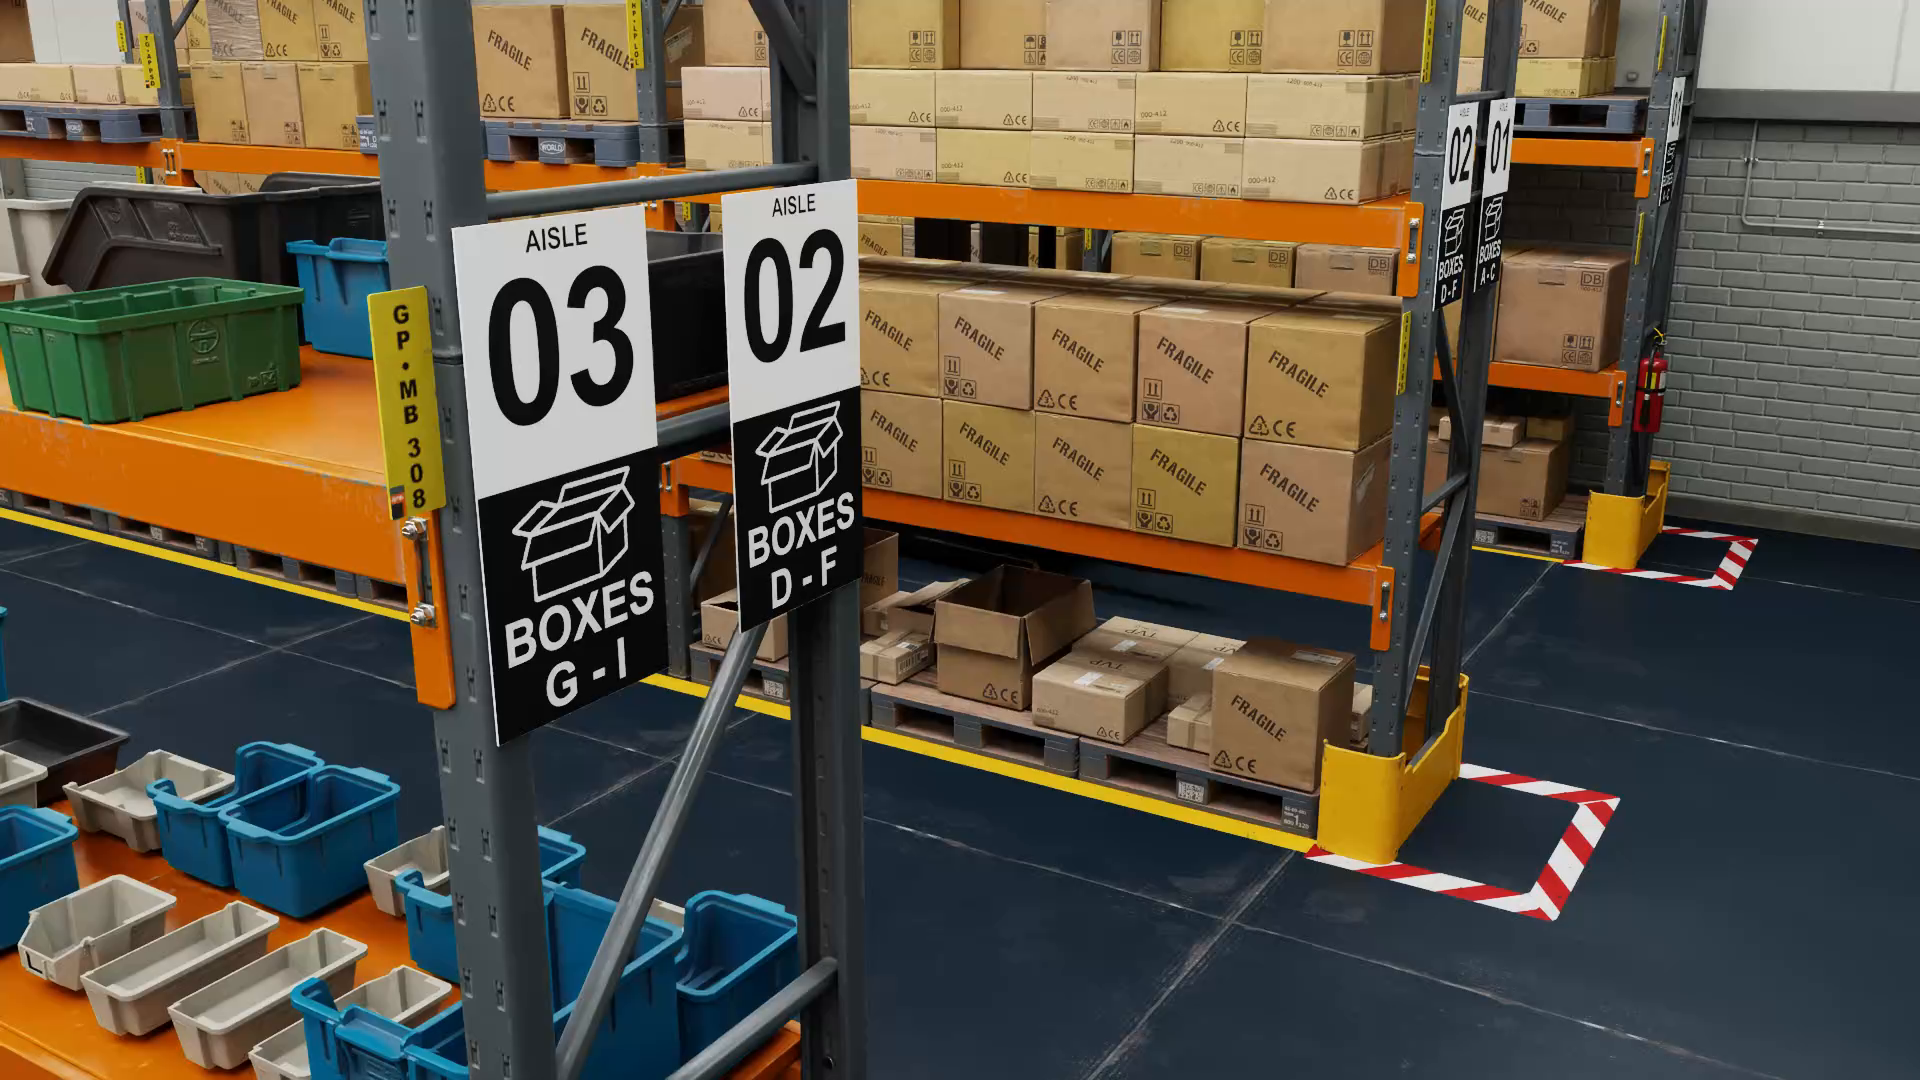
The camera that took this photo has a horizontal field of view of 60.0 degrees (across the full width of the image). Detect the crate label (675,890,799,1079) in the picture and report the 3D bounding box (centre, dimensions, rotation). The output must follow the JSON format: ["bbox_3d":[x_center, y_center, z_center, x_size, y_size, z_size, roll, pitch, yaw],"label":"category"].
[{"bbox_3d":[-0.554,0.984,3.665,0.303,0.233,0.416,10,20,30],"label":"crate label"}]

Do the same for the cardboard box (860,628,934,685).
[{"bbox_3d":[-0.342,0.609,8.833,0.250,0.166,0.380,10,20,30],"label":"cardboard box"}]

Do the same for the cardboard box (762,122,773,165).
[{"bbox_3d":[-0.620,-1.934,8.184,0.500,0.250,0.500,10,20,30],"label":"cardboard box"}]

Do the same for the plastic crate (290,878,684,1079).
[{"bbox_3d":[-0.899,1.002,3.259,0.499,0.435,0.616,10,20,30],"label":"plastic crate"}]

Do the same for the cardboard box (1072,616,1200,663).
[{"bbox_3d":[0.913,0.626,8.634,0.500,0.250,0.500,10,20,30],"label":"cardboard box"}]

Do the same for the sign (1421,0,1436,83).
[{"bbox_3d":[1.772,-1.899,6.287,0.005,0.325,0.100,10,20,30],"label":"sign"}]

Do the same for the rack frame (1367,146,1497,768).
[{"bbox_3d":[2.080,-0.174,7.294,0.127,3.000,1.000,10,20,30],"label":"rack frame"}]

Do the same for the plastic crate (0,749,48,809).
[{"bbox_3d":[-2.719,0.749,4.354,0.530,0.282,0.437,10,20,30],"label":"plastic crate"}]

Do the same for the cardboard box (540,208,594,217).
[{"bbox_3d":[-3.627,-3.130,16.095,0.500,0.500,0.700,10,20,30],"label":"cardboard box"}]

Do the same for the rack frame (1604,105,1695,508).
[{"bbox_3d":[4.669,-1.402,11.335,0.127,3.000,1.000,10,20,30],"label":"rack frame"}]

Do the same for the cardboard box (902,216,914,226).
[{"bbox_3d":[-0.137,-2.734,13.713,0.500,0.250,0.500,11,20,31],"label":"cardboard box"}]

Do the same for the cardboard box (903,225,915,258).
[{"bbox_3d":[-0.128,-2.371,13.809,0.500,0.500,0.500,10,20,30],"label":"cardboard box"}]

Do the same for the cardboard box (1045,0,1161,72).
[{"bbox_3d":[0.770,-2.356,7.425,0.500,0.500,0.700,10,20,30],"label":"cardboard box"}]

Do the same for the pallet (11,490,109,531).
[{"bbox_3d":[-6.454,-0.378,12.761,1.213,0.211,1.003,10,20,30],"label":"pallet"}]

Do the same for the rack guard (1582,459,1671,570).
[{"bbox_3d":[4.690,-0.202,11.686,0.348,0.500,1.175,10,20,30],"label":"rack guard"}]

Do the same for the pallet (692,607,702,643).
[{"bbox_3d":[-2.042,0.437,10.079,1.213,0.211,1.003,10,20,30],"label":"pallet"}]

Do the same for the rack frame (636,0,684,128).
[{"bbox_3d":[-1.329,-3.653,8.425,0.127,3.000,1.000,10,20,30],"label":"rack frame"}]

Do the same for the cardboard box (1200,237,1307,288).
[{"bbox_3d":[2.333,-1.955,12.639,0.700,0.700,0.980,10,19,29],"label":"cardboard box"}]

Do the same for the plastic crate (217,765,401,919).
[{"bbox_3d":[-1.676,0.784,4.324,0.300,0.233,0.416,10,20,30],"label":"plastic crate"}]

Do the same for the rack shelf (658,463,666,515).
[{"bbox_3d":[-3.033,-0.743,10.403,4.000,0.370,1.077,10,20,30],"label":"rack shelf"}]

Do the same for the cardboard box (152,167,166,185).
[{"bbox_3d":[-8.715,-3.985,18.773,0.500,0.500,0.500,10,20,30],"label":"cardboard box"}]

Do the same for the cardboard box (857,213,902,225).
[{"bbox_3d":[-0.571,-2.811,13.967,0.500,0.250,0.500,10,19,29],"label":"cardboard box"}]

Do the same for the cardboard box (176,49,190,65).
[{"bbox_3d":[-8.372,-5.125,18.224,0.500,0.500,0.500,12,20,34],"label":"cardboard box"}]

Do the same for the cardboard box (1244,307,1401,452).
[{"bbox_3d":[1.557,-0.700,7.133,0.500,0.500,0.500,10,20,30],"label":"cardboard box"}]

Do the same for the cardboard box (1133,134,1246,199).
[{"bbox_3d":[1.084,-1.629,7.181,0.500,0.250,0.500,10,20,30],"label":"cardboard box"}]

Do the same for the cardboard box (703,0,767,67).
[{"bbox_3d":[-0.894,-2.680,8.489,0.500,0.500,0.700,10,20,30],"label":"cardboard box"}]

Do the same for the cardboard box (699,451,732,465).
[{"bbox_3d":[-1.037,-0.686,8.805,0.500,0.500,0.500,11,20,31],"label":"cardboard box"}]

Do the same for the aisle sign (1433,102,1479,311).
[{"bbox_3d":[1.978,-1.332,6.632,0.004,0.787,0.394,10,20,30],"label":"aisle sign"}]

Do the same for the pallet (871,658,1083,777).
[{"bbox_3d":[0.300,0.842,8.748,1.213,0.211,1.003,10,20,30],"label":"pallet"}]

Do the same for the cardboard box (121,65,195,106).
[{"bbox_3d":[-5.153,-3.011,11.006,0.500,0.250,0.500,9,19,26],"label":"cardboard box"}]

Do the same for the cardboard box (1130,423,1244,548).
[{"bbox_3d":[1.112,-0.301,7.539,0.500,0.500,0.500,10,20,31],"label":"cardboard box"}]

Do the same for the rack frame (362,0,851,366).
[{"bbox_3d":[-0.516,-1.819,2.385,0.127,3.000,1.000,10,20,30],"label":"rack frame"}]

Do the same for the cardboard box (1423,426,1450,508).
[{"bbox_3d":[3.594,-0.564,12.157,0.500,0.500,0.700,10,20,30],"label":"cardboard box"}]

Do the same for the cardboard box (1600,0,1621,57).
[{"bbox_3d":[4.173,-3.544,11.299,0.500,0.500,0.500,9,19,28],"label":"cardboard box"}]

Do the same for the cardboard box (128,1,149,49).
[{"bbox_3d":[-8.764,-5.688,18.357,0.500,0.500,0.500,9,19,26],"label":"cardboard box"}]

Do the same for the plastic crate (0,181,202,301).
[{"bbox_3d":[-2.243,-0.740,4.200,0.530,0.282,0.437,10,20,30],"label":"plastic crate"}]

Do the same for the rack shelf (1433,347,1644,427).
[{"bbox_3d":[2.965,-1.362,12.441,4.000,0.370,1.077,10,20,30],"label":"rack shelf"}]

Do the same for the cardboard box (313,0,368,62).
[{"bbox_3d":[-3.500,-3.130,9.970,0.500,0.500,0.500,10,20,30],"label":"cardboard box"}]

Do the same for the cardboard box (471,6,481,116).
[{"bbox_3d":[-2.857,-2.812,9.749,0.600,0.600,0.600,9,19,28],"label":"cardboard box"}]

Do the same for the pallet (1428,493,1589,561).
[{"bbox_3d":[3.947,-0.170,12.077,1.213,0.211,1.003,10,20,30],"label":"pallet"}]

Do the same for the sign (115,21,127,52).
[{"bbox_3d":[-9.249,-5.554,18.341,0.005,0.325,0.100,10,20,30],"label":"sign"}]

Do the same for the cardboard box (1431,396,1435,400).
[{"bbox_3d":[3.369,-0.983,12.418,0.250,0.149,0.380,10,20,31],"label":"cardboard box"}]

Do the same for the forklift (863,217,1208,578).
[{"bbox_3d":[0.509,-1.295,11.101,3.031,2.935,1.130,12,21,34],"label":"forklift"}]

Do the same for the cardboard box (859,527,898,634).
[{"bbox_3d":[-0.695,0.219,9.542,0.500,0.500,0.500,10,20,30],"label":"cardboard box"}]

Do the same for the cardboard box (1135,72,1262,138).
[{"bbox_3d":[1.082,-1.868,7.107,0.500,0.250,0.500,10,20,30],"label":"cardboard box"}]

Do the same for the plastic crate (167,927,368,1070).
[{"bbox_3d":[-1.545,1.023,3.705,0.243,0.136,0.396,10,20,30],"label":"plastic crate"}]

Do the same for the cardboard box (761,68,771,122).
[{"bbox_3d":[-0.617,-2.174,8.115,0.500,0.250,0.500,10,20,30],"label":"cardboard box"}]

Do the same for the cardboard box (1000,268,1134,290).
[{"bbox_3d":[0.533,-1.065,8.335,0.500,0.500,0.500,10,20,30],"label":"cardboard box"}]

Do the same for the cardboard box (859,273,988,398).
[{"bbox_3d":[-0.197,-1.011,8.156,0.500,0.500,0.500,9,19,28],"label":"cardboard box"}]
